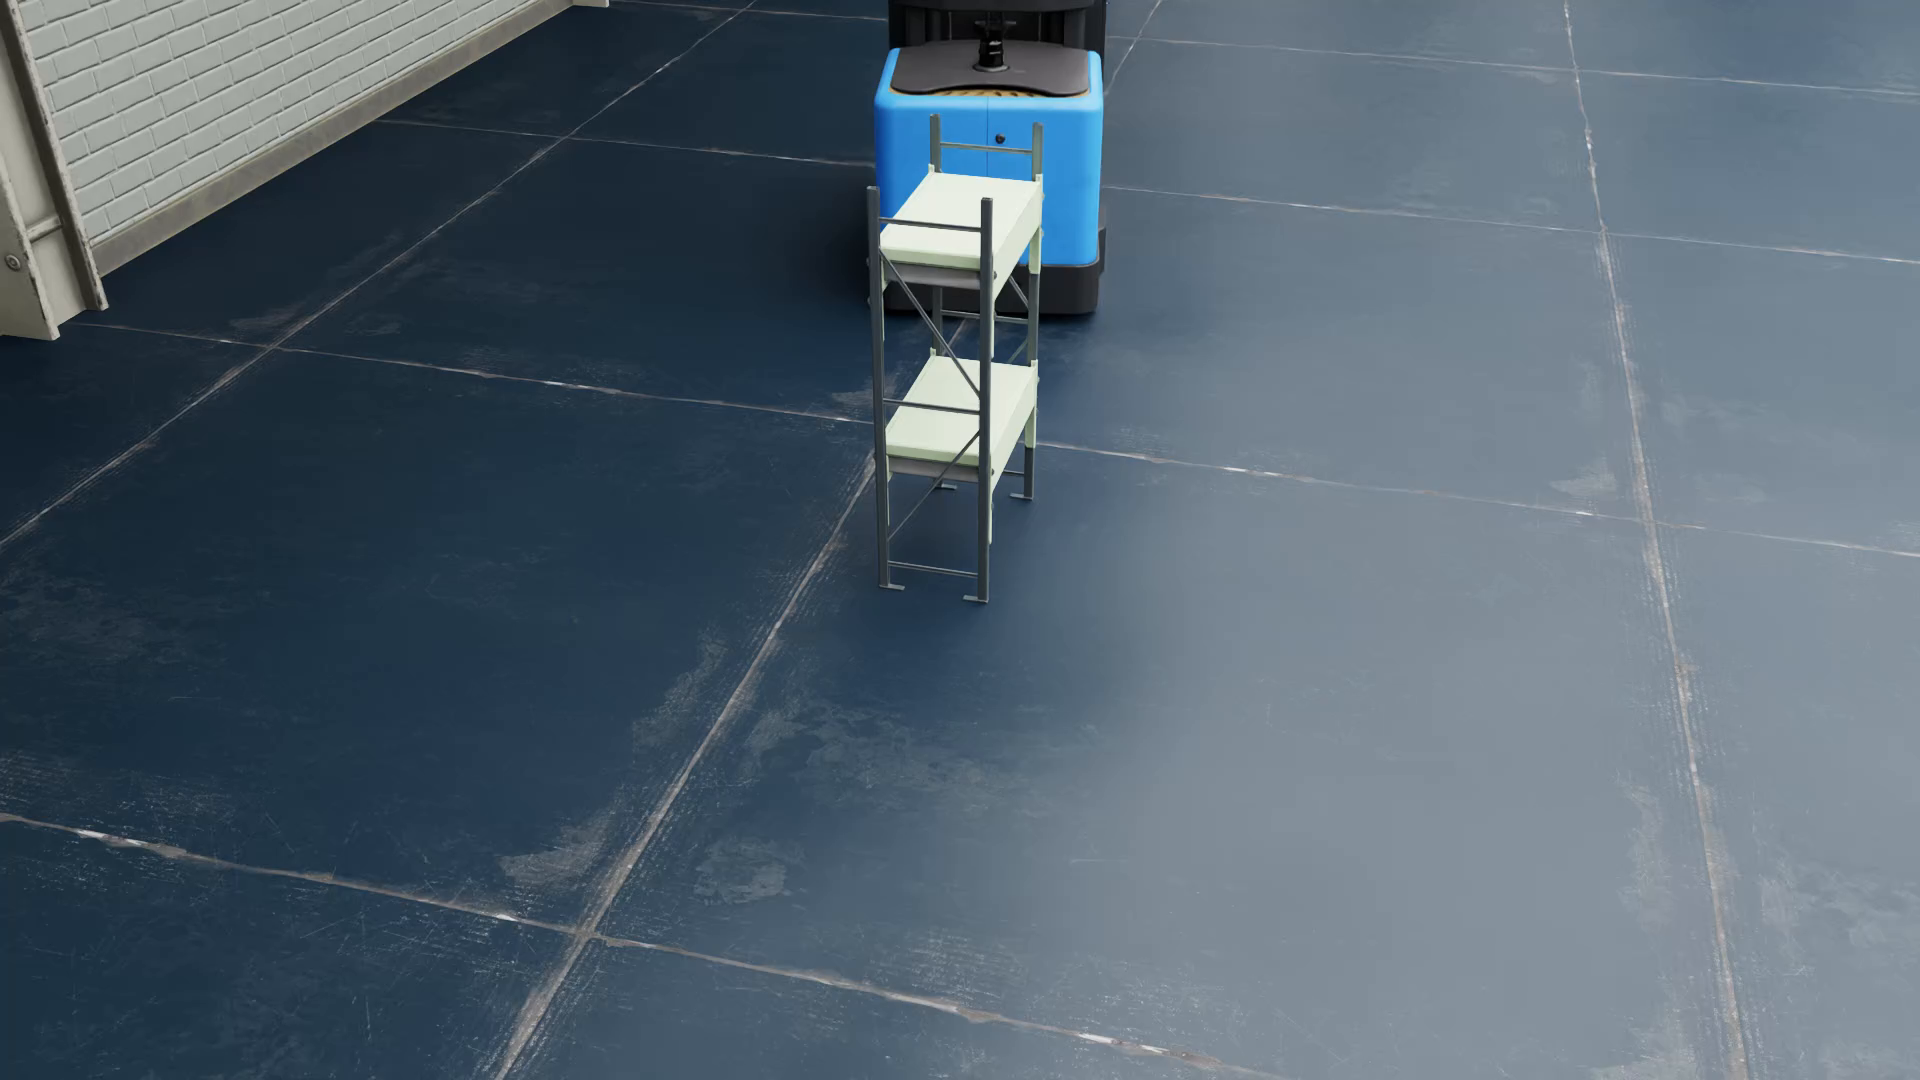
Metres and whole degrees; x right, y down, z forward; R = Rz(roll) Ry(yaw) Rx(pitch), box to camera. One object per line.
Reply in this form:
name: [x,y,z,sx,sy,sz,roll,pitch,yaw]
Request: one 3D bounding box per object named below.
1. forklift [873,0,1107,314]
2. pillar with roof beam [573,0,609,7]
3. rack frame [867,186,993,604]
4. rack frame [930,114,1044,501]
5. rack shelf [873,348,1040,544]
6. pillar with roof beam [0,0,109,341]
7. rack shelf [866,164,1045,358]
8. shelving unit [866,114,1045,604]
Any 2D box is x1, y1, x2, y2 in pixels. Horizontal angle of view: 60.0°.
forklift: [0.200,-3.056,8.326,1.130,2.935,3.031,2,32,3]
pillar with roof beam: [1.384,-7.372,9.459,9.100,9.000,0.400,8,33,12]
rack frame: [-0.095,-0.440,5.543,0.400,1.500,0.023,8,33,12]
rack frame: [0.091,-0.819,6.141,0.400,1.500,0.023,8,33,12]
rack shelf: [-0.002,-0.354,6.017,0.431,0.370,0.720,8,33,12]
pillar with roof beam: [-0.138,-4.259,4.561,9.100,9.000,0.400,8,33,12]
rack shelf: [-0.002,-0.959,5.633,0.431,0.370,0.720,8,33,12]
shelving unit: [-0.002,-0.629,5.842,0.431,1.500,0.755,8,33,12]
